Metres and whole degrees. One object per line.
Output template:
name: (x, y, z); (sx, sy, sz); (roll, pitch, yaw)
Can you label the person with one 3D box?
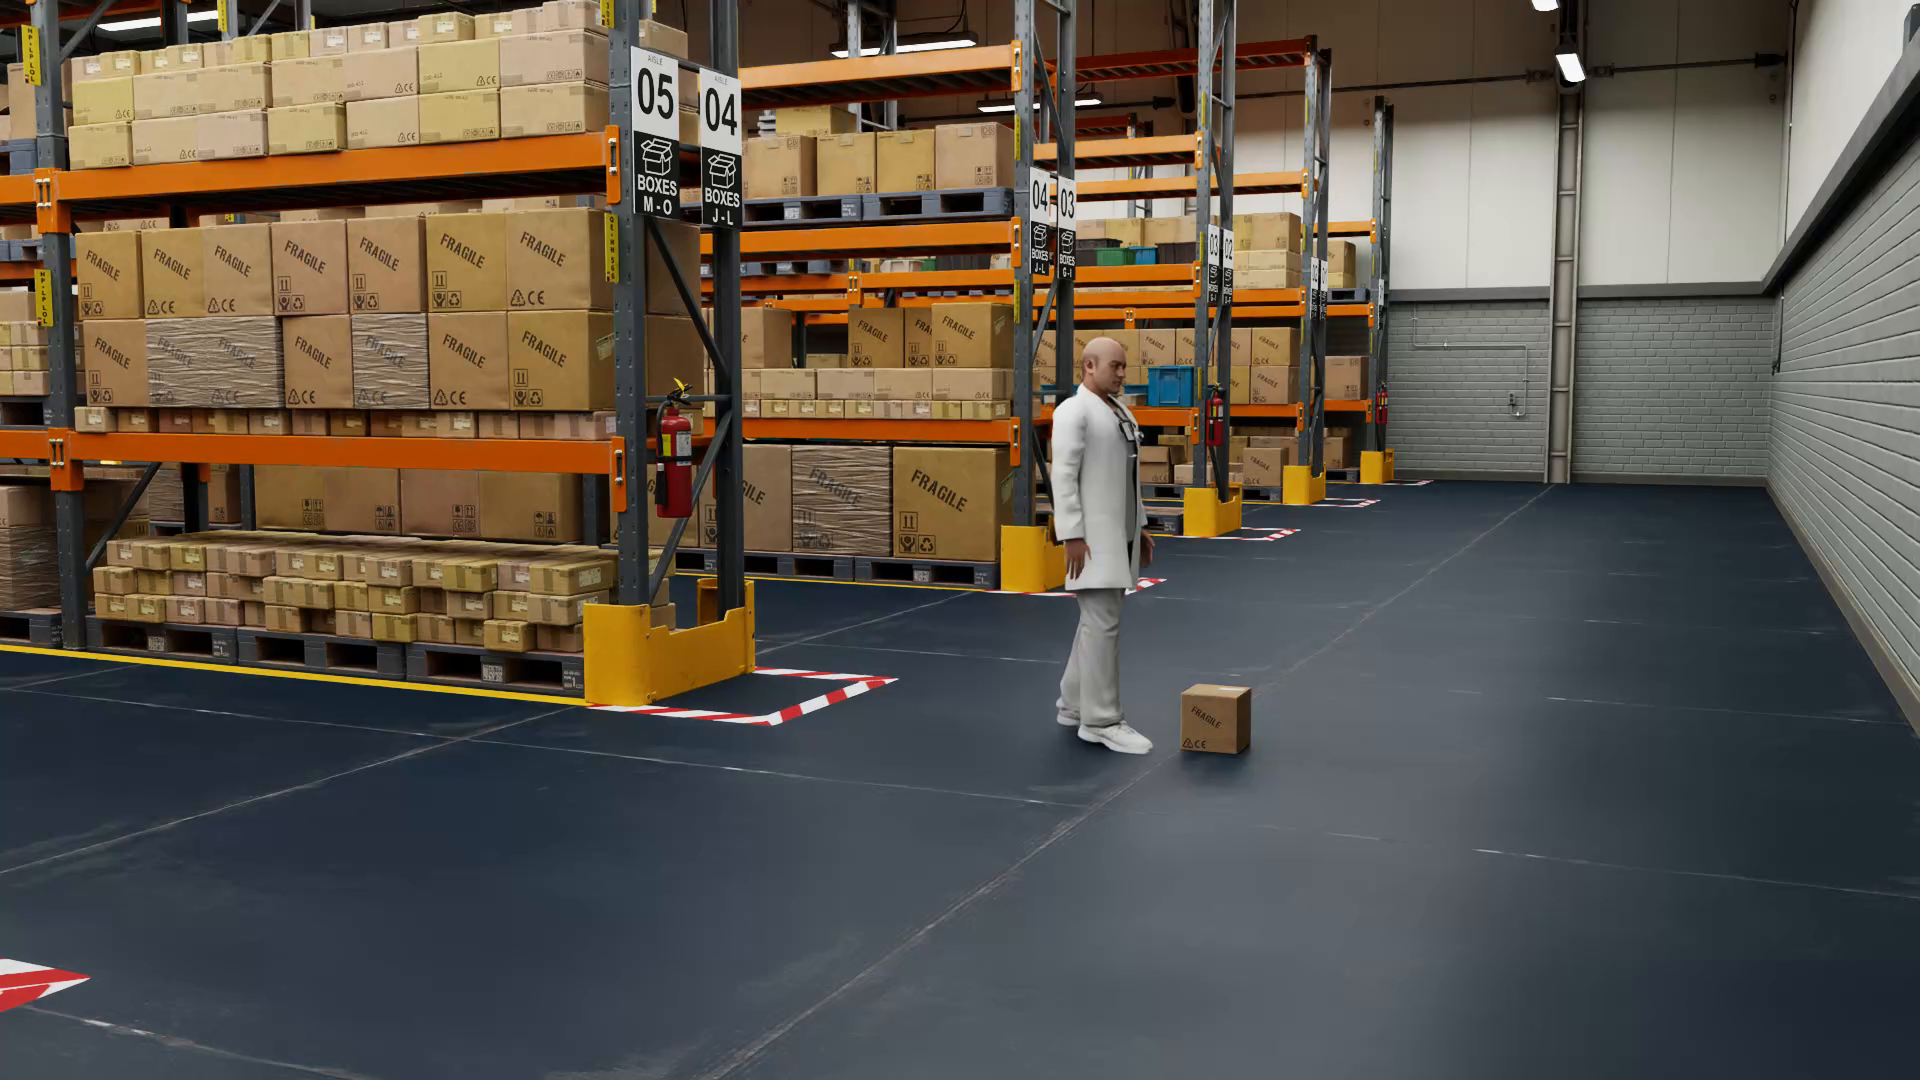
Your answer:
person: (0.643, 0.003, 7.396); (0.570, 1.796, 0.596); (3, 6, 31)
